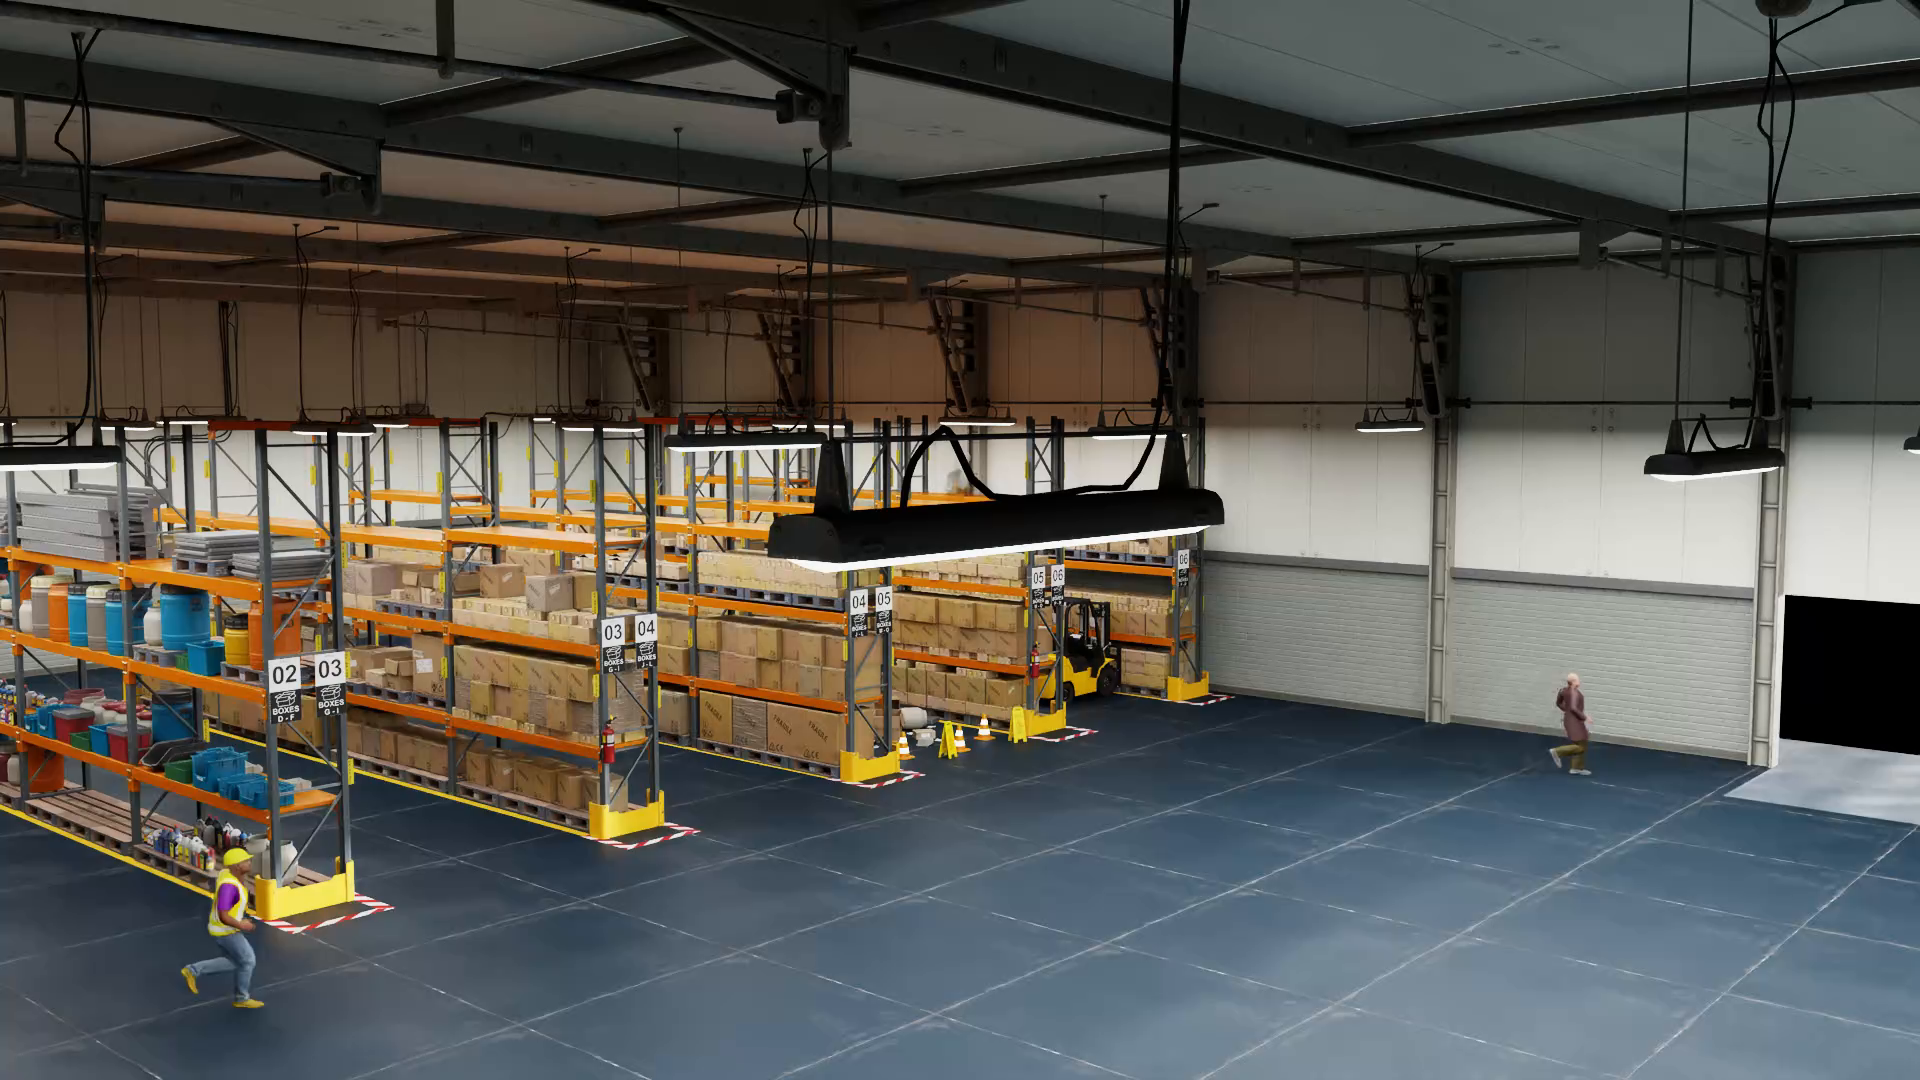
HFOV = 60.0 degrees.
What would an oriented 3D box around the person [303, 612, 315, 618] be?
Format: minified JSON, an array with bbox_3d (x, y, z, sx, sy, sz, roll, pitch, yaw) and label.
[{"bbox_3d":[-14.654,2.421,37.250,0.670,1.637,0.660,-3,5,-29],"label":"person"}]

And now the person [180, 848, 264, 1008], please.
[{"bbox_3d":[-7.664,4.064,17.235,0.781,1.731,0.723,-3,5,-28],"label":"person"}]

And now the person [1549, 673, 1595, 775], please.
[{"bbox_3d":[10.361,3.126,28.214,0.756,1.743,0.711,0,5,1],"label":"person"}]
